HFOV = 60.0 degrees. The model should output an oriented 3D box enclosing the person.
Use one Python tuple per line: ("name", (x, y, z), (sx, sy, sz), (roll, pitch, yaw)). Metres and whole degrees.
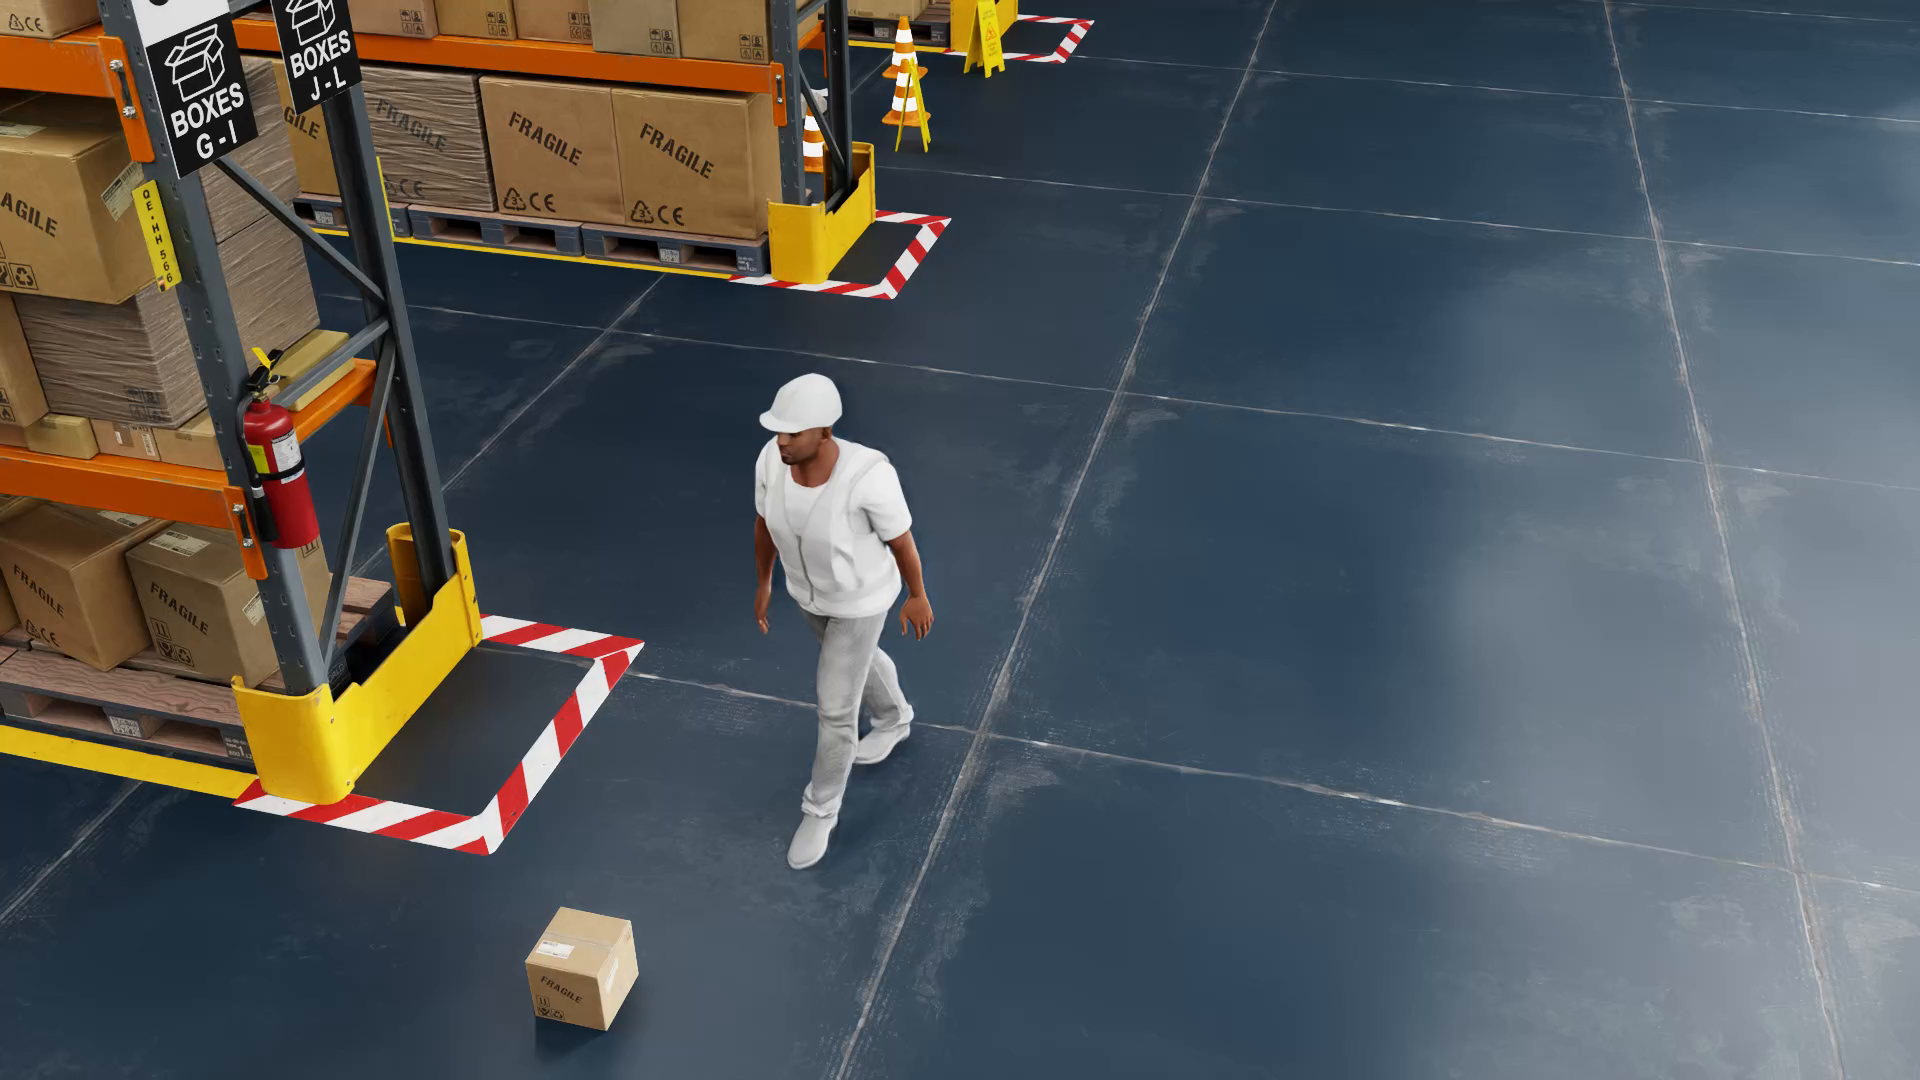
("person", (-0.463, 0.199, 5.795), (0.604, 1.735, 0.856), (23, 39, 32))
